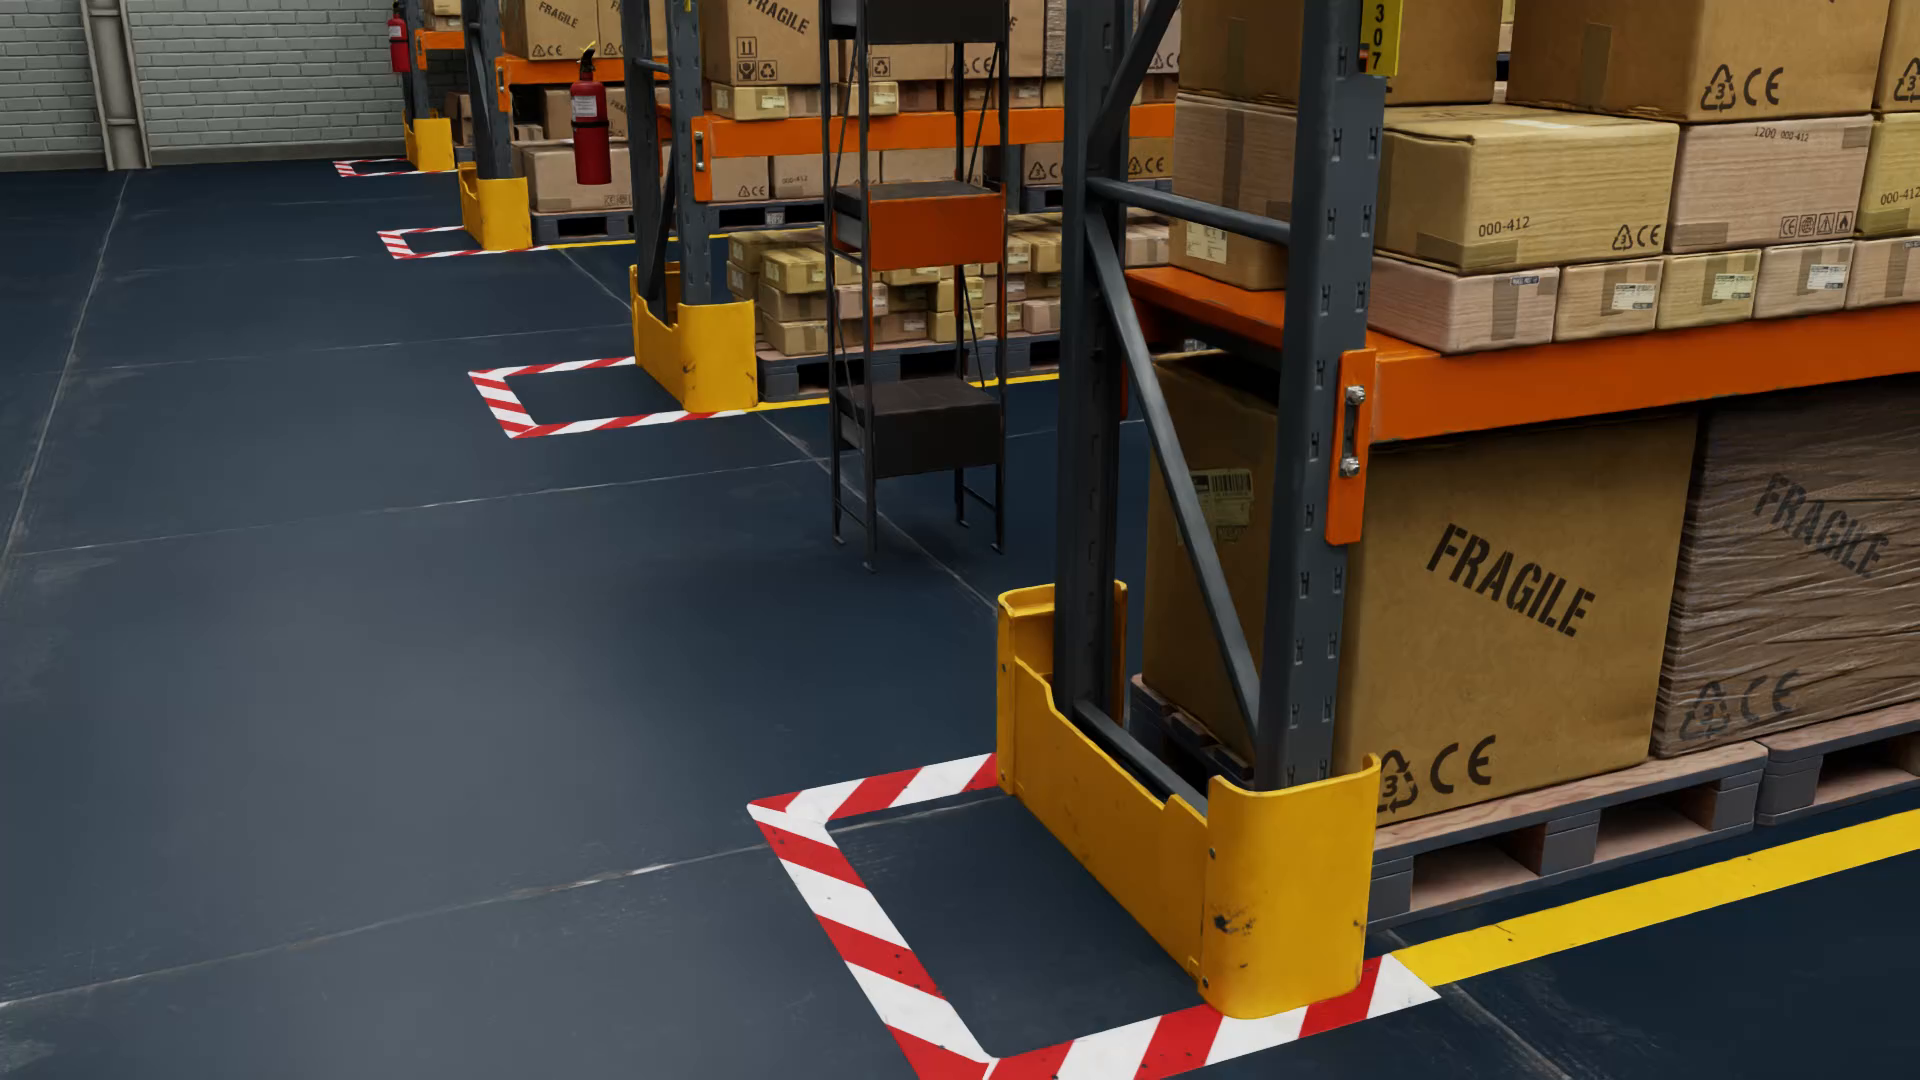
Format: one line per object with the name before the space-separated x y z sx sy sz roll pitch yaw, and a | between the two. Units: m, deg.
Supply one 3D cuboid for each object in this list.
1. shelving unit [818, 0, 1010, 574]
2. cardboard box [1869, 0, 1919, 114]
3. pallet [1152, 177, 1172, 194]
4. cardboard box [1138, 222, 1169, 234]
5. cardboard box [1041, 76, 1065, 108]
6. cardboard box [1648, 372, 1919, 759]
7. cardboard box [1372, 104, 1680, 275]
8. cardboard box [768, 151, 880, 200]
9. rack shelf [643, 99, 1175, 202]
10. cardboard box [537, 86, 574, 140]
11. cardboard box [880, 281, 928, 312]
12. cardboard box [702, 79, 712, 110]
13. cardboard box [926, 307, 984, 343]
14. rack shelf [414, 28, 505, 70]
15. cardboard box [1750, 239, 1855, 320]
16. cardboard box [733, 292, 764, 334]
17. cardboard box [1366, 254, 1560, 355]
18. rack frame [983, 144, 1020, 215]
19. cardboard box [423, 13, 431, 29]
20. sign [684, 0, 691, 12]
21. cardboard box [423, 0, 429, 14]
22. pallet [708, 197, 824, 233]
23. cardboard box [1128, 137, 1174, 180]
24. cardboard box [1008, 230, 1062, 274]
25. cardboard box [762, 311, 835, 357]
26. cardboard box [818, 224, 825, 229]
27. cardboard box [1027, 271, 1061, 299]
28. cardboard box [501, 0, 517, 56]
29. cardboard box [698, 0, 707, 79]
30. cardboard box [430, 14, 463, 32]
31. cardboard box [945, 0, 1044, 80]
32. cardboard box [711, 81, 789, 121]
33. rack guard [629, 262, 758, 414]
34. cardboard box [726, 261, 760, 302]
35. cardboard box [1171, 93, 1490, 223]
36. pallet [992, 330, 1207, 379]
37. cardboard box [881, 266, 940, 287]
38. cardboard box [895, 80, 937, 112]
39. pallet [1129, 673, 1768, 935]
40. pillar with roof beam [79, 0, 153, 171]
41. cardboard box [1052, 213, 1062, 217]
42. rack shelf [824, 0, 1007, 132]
shelving unit | -0.152 -0.969 5.611 0.503 2.100 0.431 -8 21 -22
cardboard box | 1.964 -1.197 3.553 0.500 0.500 0.500 -9 21 -23
pallet | 2.032 -3.176 14.725 1.213 0.211 1.003 -8 21 -22
cardboard box | 1.136 -1.562 8.706 0.250 0.149 0.380 -9 21 -25
cardboard box | 0.452 -2.228 8.211 0.250 0.149 0.380 -7 21 -20
cardboard box | 1.876 -0.081 4.303 0.875 0.875 0.875 -8 21 -22
cardboard box | 1.032 -0.707 3.292 0.500 0.250 0.500 -9 21 -23
cardboard box | -1.209 -3.027 13.328 0.875 0.438 0.875 -9 21 -24
rack shelf | 0.449 -2.106 8.571 4.000 0.370 1.077 -8 21 -22
cardboard box | -4.011 -4.363 17.029 0.500 0.500 0.700 -7 21 -20
cardboard box | -0.341 -1.245 8.254 0.250 0.149 0.380 -8 21 -21
cardboard box | -1.200 -2.193 8.113 0.250 0.149 0.380 -8 21 -22
cardboard box | -0.068 -1.102 8.295 0.250 0.149 0.380 -8 21 -21
rack shelf | -3.574 -5.116 17.118 4.000 0.370 1.077 -8 21 -22
cardboard box | 1.650 -0.587 3.551 0.250 0.149 0.380 -8 21 -23
cardboard box | -0.987 -1.169 8.486 0.250 0.149 0.380 -8 21 -21
cardboard box | 0.941 -0.484 3.260 0.250 0.149 0.380 -8 21 -21
rack frame | 0.232 -4.205 13.449 0.127 3.000 1.000 -8 21 -22
cardboard box | -5.213 -5.199 16.650 0.250 0.149 0.380 -8 21 -23
sign | -1.173 -2.426 7.091 0.005 0.325 0.100 -8 21 -22
cardboard box | -5.094 -5.403 16.629 0.500 0.250 0.500 -8 21 -20
pallet | -1.620 -2.652 13.236 1.213 0.211 1.003 -8 21 -22
cardboard box | 1.596 -3.628 14.377 0.875 0.875 0.875 -8 21 -20
cardboard box | 0.429 -1.461 8.420 0.250 0.149 0.380 -8 21 -21
cardboard box | -0.780 -1.007 8.027 0.250 0.149 0.380 -8 21 -21
cardboard box | -0.561 -1.552 8.678 0.250 0.149 0.380 -9 21 -23
cardboard box | 0.376 -1.358 8.574 0.250 0.149 0.380 -7 21 -19
cardboard box | -3.103 -3.870 12.347 0.500 0.500 0.500 -8 21 -22
cardboard box | -1.077 -2.508 8.029 0.500 0.500 0.500 -8 21 -21
cardboard box | -5.000 -5.033 16.179 0.250 0.149 0.380 -8 21 -22
cardboard box | 0.070 -2.484 7.961 0.500 0.500 0.500 -8 21 -21
cardboard box | -0.960 -2.007 7.584 0.250 0.149 0.380 -8 21 -22
rack guard | -1.318 -1.014 8.148 0.348 0.500 1.175 -8 21 -22
cardboard box | -1.016 -1.333 8.503 0.250 0.149 0.380 -9 21 -23
cardboard box | 0.824 -0.871 3.758 0.500 0.250 0.500 -9 21 -23
pallet | 0.561 -1.133 8.921 1.213 0.211 1.003 -8 21 -22
cardboard box | -0.284 -1.349 8.101 0.250 0.149 0.380 -8 21 -22
cardboard box | -0.291 -2.148 7.984 0.250 0.149 0.380 -7 21 -19
pallet | 1.187 0.529 4.201 1.213 0.211 1.003 -8 21 -22
pillar with roof beam | -6.538 -6.629 11.300 0.400 9.000 9.100 -8 21 -22
cardboard box | 0.684 -1.683 9.051 0.250 0.149 0.380 -9 21 -24
rack shelf | -0.152 -1.616 5.384 0.480 0.518 0.431 -8 21 -22
